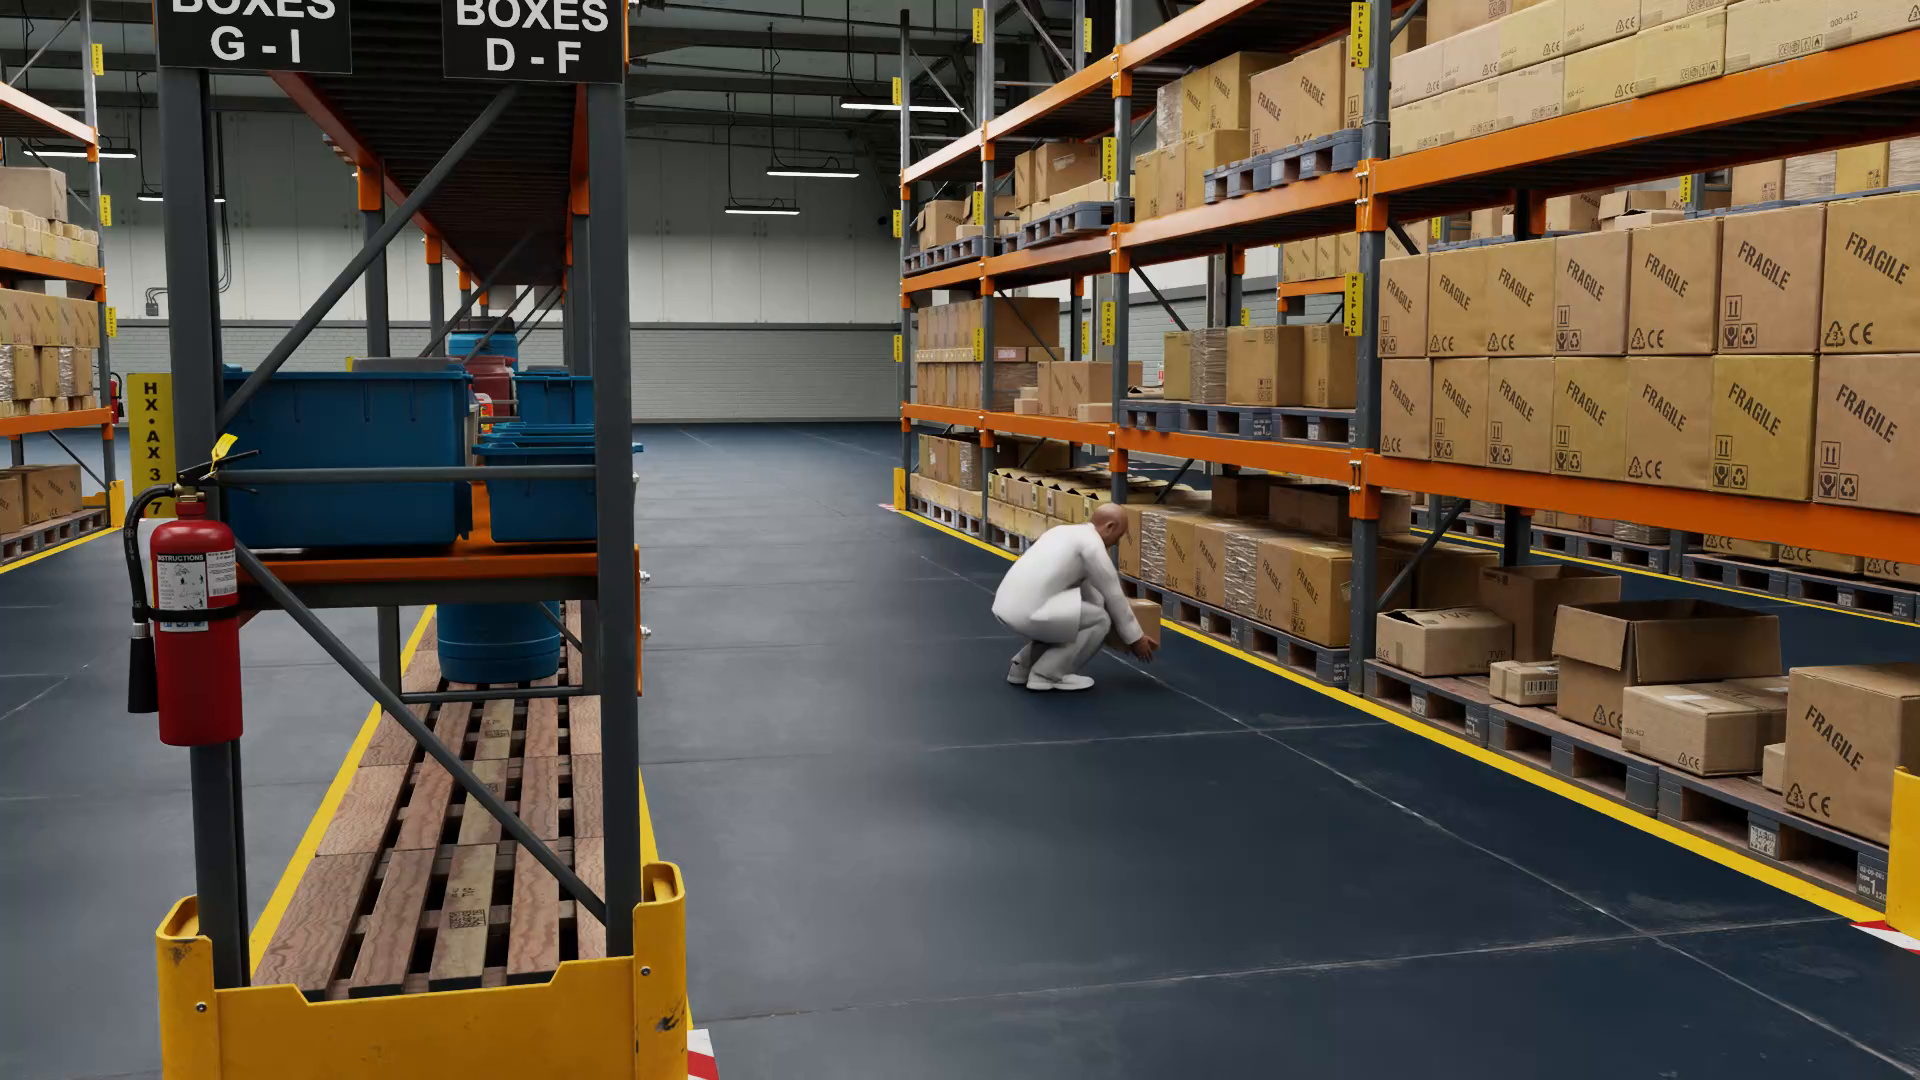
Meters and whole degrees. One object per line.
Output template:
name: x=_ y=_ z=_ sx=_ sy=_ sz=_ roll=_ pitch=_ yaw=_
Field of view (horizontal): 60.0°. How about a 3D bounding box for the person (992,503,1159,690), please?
person: x=0.622 y=0.315 z=9.179 sx=0.909 sy=0.993 sz=0.582 roll=-2 pitch=6 yaw=-15
